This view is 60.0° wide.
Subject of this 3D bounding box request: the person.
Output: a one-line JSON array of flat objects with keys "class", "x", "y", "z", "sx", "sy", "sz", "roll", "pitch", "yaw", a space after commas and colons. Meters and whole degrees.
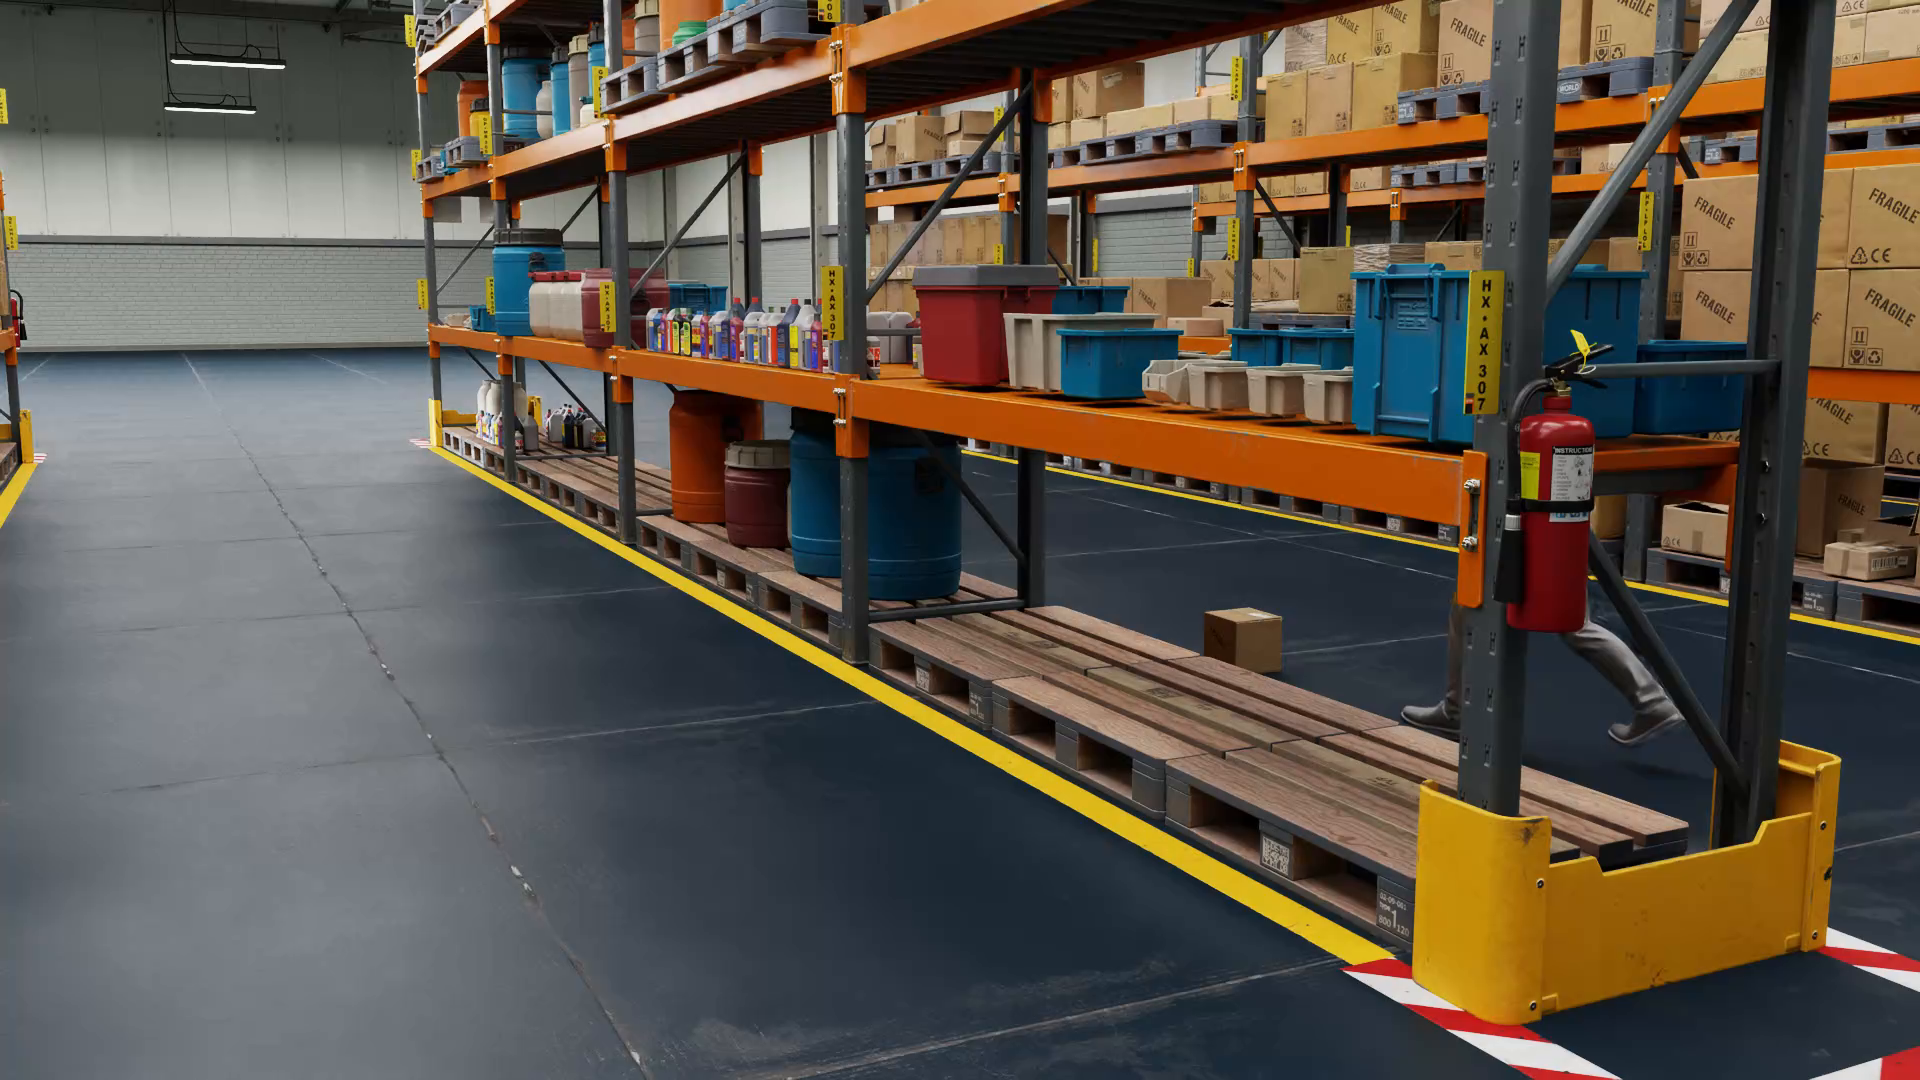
[{"class": "person", "x": 2.128, "y": -0.043, "z": 6.055, "sx": 0.489, "sy": 1.621, "sz": 1.011, "roll": -8, "pitch": 12, "yaw": -44}]
